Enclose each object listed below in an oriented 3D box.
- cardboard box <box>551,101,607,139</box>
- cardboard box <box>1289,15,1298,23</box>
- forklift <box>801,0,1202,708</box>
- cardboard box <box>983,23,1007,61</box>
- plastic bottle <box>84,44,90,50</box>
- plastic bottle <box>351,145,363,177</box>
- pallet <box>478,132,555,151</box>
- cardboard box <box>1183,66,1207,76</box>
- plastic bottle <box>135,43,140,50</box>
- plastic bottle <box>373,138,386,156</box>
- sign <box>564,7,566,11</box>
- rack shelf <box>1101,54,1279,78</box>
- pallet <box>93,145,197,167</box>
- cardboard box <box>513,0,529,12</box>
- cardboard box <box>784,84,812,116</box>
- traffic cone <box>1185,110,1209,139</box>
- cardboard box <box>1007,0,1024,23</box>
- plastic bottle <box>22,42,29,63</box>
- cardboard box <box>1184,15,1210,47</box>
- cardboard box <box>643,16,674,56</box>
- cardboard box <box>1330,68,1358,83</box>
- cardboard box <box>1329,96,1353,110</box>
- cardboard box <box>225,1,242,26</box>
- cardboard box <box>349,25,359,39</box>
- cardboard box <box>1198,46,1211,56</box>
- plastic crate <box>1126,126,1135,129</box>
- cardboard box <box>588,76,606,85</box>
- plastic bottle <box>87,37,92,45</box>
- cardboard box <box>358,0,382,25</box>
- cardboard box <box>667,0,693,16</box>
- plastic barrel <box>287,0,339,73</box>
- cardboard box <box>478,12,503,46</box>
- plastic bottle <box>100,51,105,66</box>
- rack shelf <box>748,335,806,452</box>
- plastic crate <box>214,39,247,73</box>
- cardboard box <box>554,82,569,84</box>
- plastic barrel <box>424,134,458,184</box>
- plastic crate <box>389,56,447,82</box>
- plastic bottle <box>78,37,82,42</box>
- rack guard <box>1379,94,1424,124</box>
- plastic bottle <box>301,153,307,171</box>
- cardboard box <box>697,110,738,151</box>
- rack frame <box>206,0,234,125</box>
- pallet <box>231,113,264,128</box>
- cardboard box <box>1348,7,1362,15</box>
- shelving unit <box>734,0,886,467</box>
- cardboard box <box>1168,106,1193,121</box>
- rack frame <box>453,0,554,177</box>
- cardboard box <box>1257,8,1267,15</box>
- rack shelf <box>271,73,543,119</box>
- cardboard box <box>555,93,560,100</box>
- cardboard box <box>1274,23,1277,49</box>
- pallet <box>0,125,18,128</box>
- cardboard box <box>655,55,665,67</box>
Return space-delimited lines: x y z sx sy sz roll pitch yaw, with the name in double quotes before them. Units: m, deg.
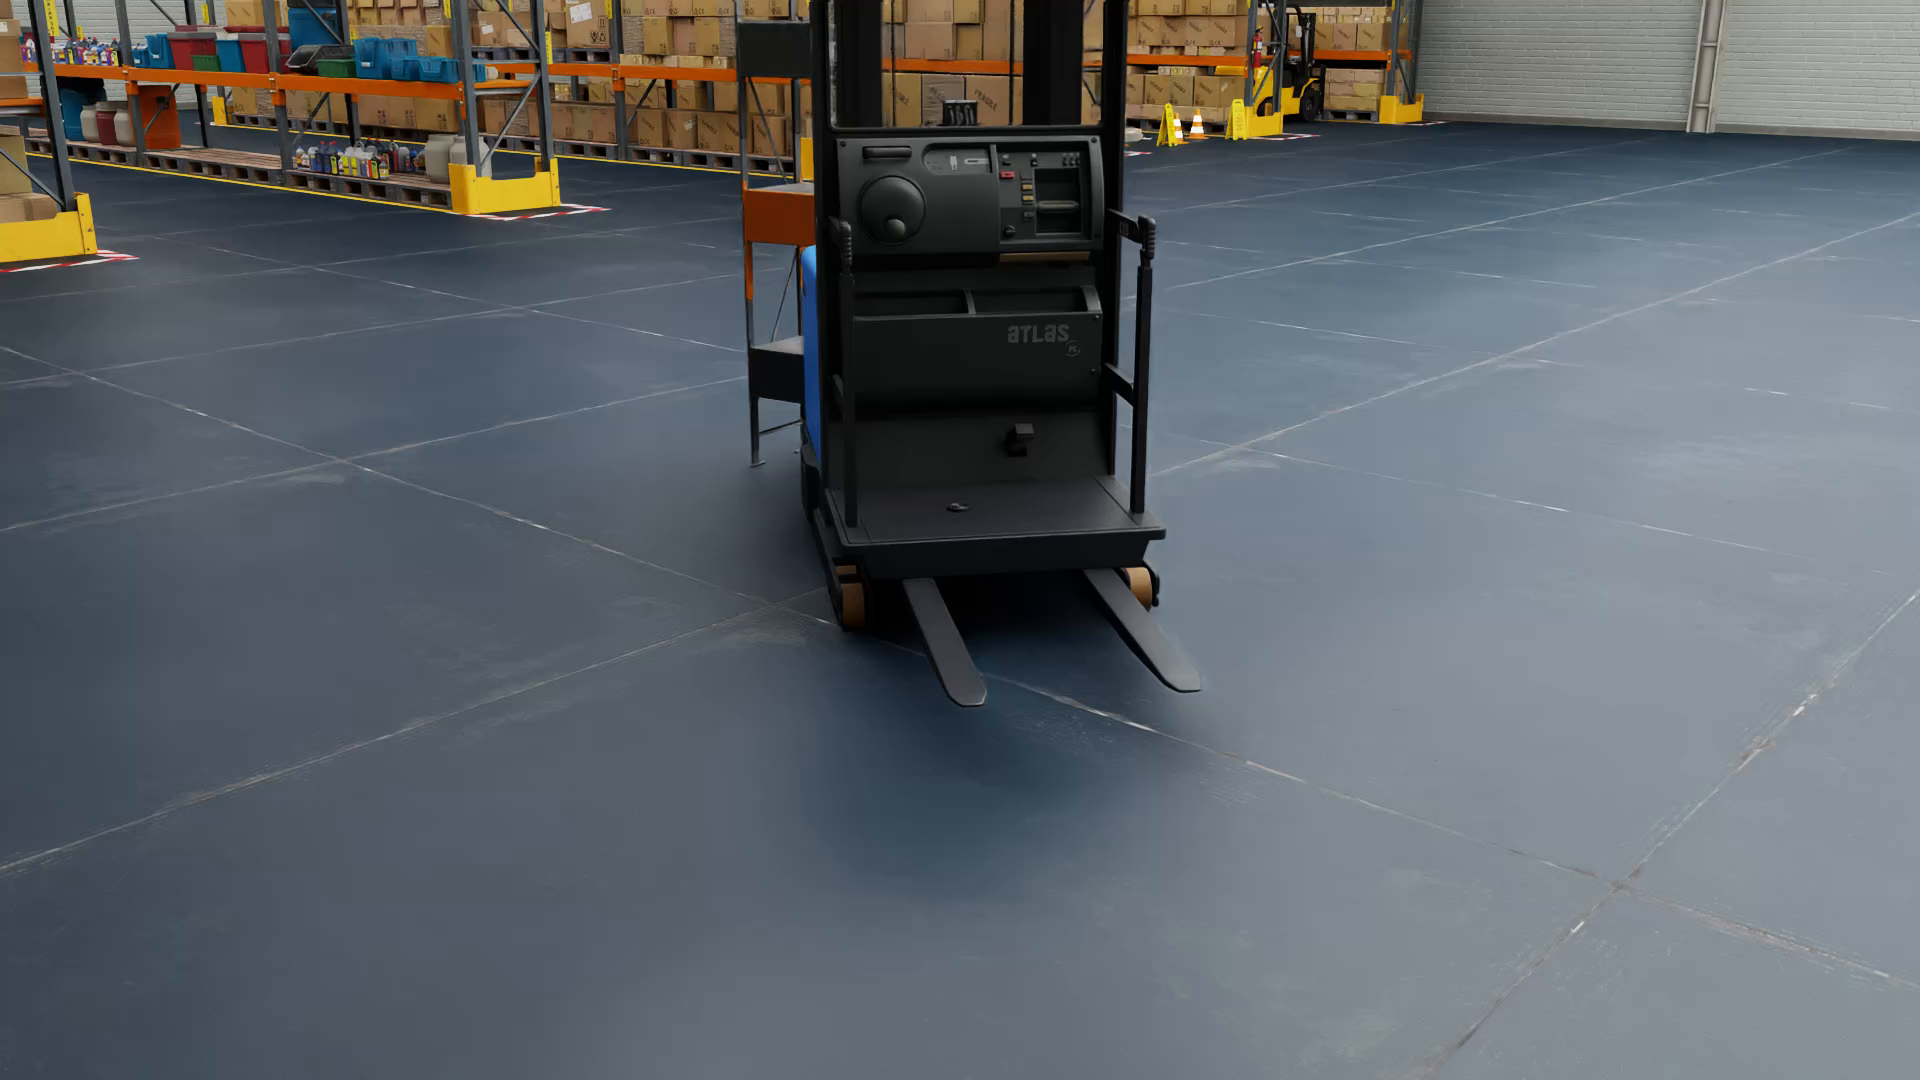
"cardboard box" -5.653 -6.243 24.729 0.500 0.500 0.700 13 22 35
"cardboard box" 6.631 -10.168 32.456 0.250 0.149 0.380 14 23 38
"forklift" 0.078 -1.207 5.569 1.130 2.935 3.031 -3 18 -9
"cardboard box" 0.845 -7.565 25.242 0.550 0.550 0.875 15 23 39
"plastic bottle" -12.208 -6.795 23.257 0.133 0.283 0.061 15 23 39
"plastic bottle" -6.807 -4.294 18.835 0.185 0.351 0.144 16 24 41
"pallet" -6.854 -6.201 25.802 1.213 0.211 1.003 15 23 39
"cardboard box" 4.033 -8.040 28.525 0.250 0.149 0.380 16 24 41
"plastic bottle" -11.668 -6.913 23.630 0.133 0.283 0.061 15 23 39
"plastic bottle" -6.917 -4.608 19.825 0.185 0.351 0.144 14 22 37
"sign" -7.416 -9.881 31.355 0.005 0.325 0.100 15 23 39
"rack shelf" 3.628 -8.382 29.253 4.000 0.370 1.077 15 23 39
"pallet" -11.342 -5.386 23.235 1.213 0.211 1.003 15 23 39
"cardboard box" -8.356 -10.500 32.429 0.500 0.500 0.500 16 23 41
"cardboard box" -2.321 -7.413 28.035 0.750 0.750 1.050 15 23 39
"traffic cone" 3.946 -6.908 27.615 0.334 0.463 0.336 15 23 39
"cardboard box" 1.190 -7.942 24.645 0.550 0.550 0.875 15 23 39
"plastic bottle" -13.626 -7.117 24.272 0.133 0.283 0.061 15 23 39
"cardboard box" 4.164 -8.661 28.286 0.500 0.500 0.500 15 23 39
"cardboard box" -3.799 -6.861 22.614 0.500 0.500 0.875 15 23 39
"cardboard box" 7.479 -8.936 32.009 0.500 0.250 0.500 16 23 40
"cardboard box" 7.489 -8.461 32.166 0.500 0.250 0.500 15 23 39
"cardboard box" -12.867 -9.463 29.989 0.500 0.500 0.500 14 23 38
"cardboard box" -9.874 -8.288 27.604 0.500 0.500 0.500 15 23 39
"cardboard box" 4.262 -8.312 28.260 0.250 0.149 0.380 15 23 38
"plastic crate" 2.762 -7.234 29.273 0.583 0.080 0.402 7 19 21
"cardboard box" -6.684 -8.750 31.423 0.500 0.250 0.500 14 22 37
"plastic bottle" -12.812 -7.236 24.534 0.185 0.351 0.144 15 23 39
"cardboard box" -9.440 -8.749 27.399 0.637 0.503 0.797 15 23 40
"cardboard box" -3.529 -7.202 22.035 0.500 0.500 0.500 15 23 39
"plastic barrel" -7.821 -6.149 20.198 0.708 0.901 0.600 15 23 39
"cardboard box" -7.007 -7.836 25.484 0.500 0.500 0.500 12 21 33
"plastic bottle" -11.630 -6.550 22.620 0.097 0.201 0.097 0 18 0
"rack shelf" -0.641 -0.665 7.596 0.480 0.518 0.431 11 21 32
"plastic crate" -8.765 -5.907 20.292 0.575 0.384 0.392 15 23 39
"cardboard box" -7.916 -9.058 33.231 0.250 0.149 0.380 16 23 40
"plastic barrel" -5.659 -4.190 18.275 0.421 0.512 0.421 0 18 0
"plastic crate" -5.796 -5.054 17.824 0.408 0.251 0.499 15 23 39
"plastic bottle" -12.908 -7.203 24.432 0.185 0.351 0.144 15 23 39
"rack guard" 8.434 -8.251 31.783 0.348 0.500 1.175 15 23 39
"plastic bottle" -7.710 -4.456 19.592 0.097 0.201 0.097 0 18 0
"cardboard box" -3.223 -5.583 22.684 0.500 0.500 0.500 13 22 34
"rack frame" -13.421 -9.294 30.937 0.127 3.000 1.000 15 23 39
"pallet" -12.771 -7.822 30.909 1.213 0.211 1.003 15 23 39
"cardboard box" 7.590 -10.059 31.618 0.250 0.149 0.380 16 23 40
"shelving unit" -0.641 -1.346 7.380 0.503 2.100 0.431 11 21 32
"cardboard box" 3.959 -7.420 28.884 0.500 0.250 0.500 15 23 39
"rack frame" -4.741 -4.960 17.283 0.127 3.000 1.000 15 23 39
"cardboard box" 6.043 -10.461 32.887 0.250 0.149 0.380 16 23 40
"rack shelf" -6.237 -5.019 18.657 4.000 0.370 1.077 15 23 39
"cardboard box" -7.718 -8.618 32.336 0.250 0.149 0.380 14 22 37
"cardboard box" 6.363 -9.947 32.831 0.500 0.500 0.500 15 23 39
"pallet" -16.117 -6.670 27.278 1.213 0.211 1.003 15 23 39
"cardboard box" -3.907 -6.508 22.575 0.250 0.149 0.380 15 23 39
